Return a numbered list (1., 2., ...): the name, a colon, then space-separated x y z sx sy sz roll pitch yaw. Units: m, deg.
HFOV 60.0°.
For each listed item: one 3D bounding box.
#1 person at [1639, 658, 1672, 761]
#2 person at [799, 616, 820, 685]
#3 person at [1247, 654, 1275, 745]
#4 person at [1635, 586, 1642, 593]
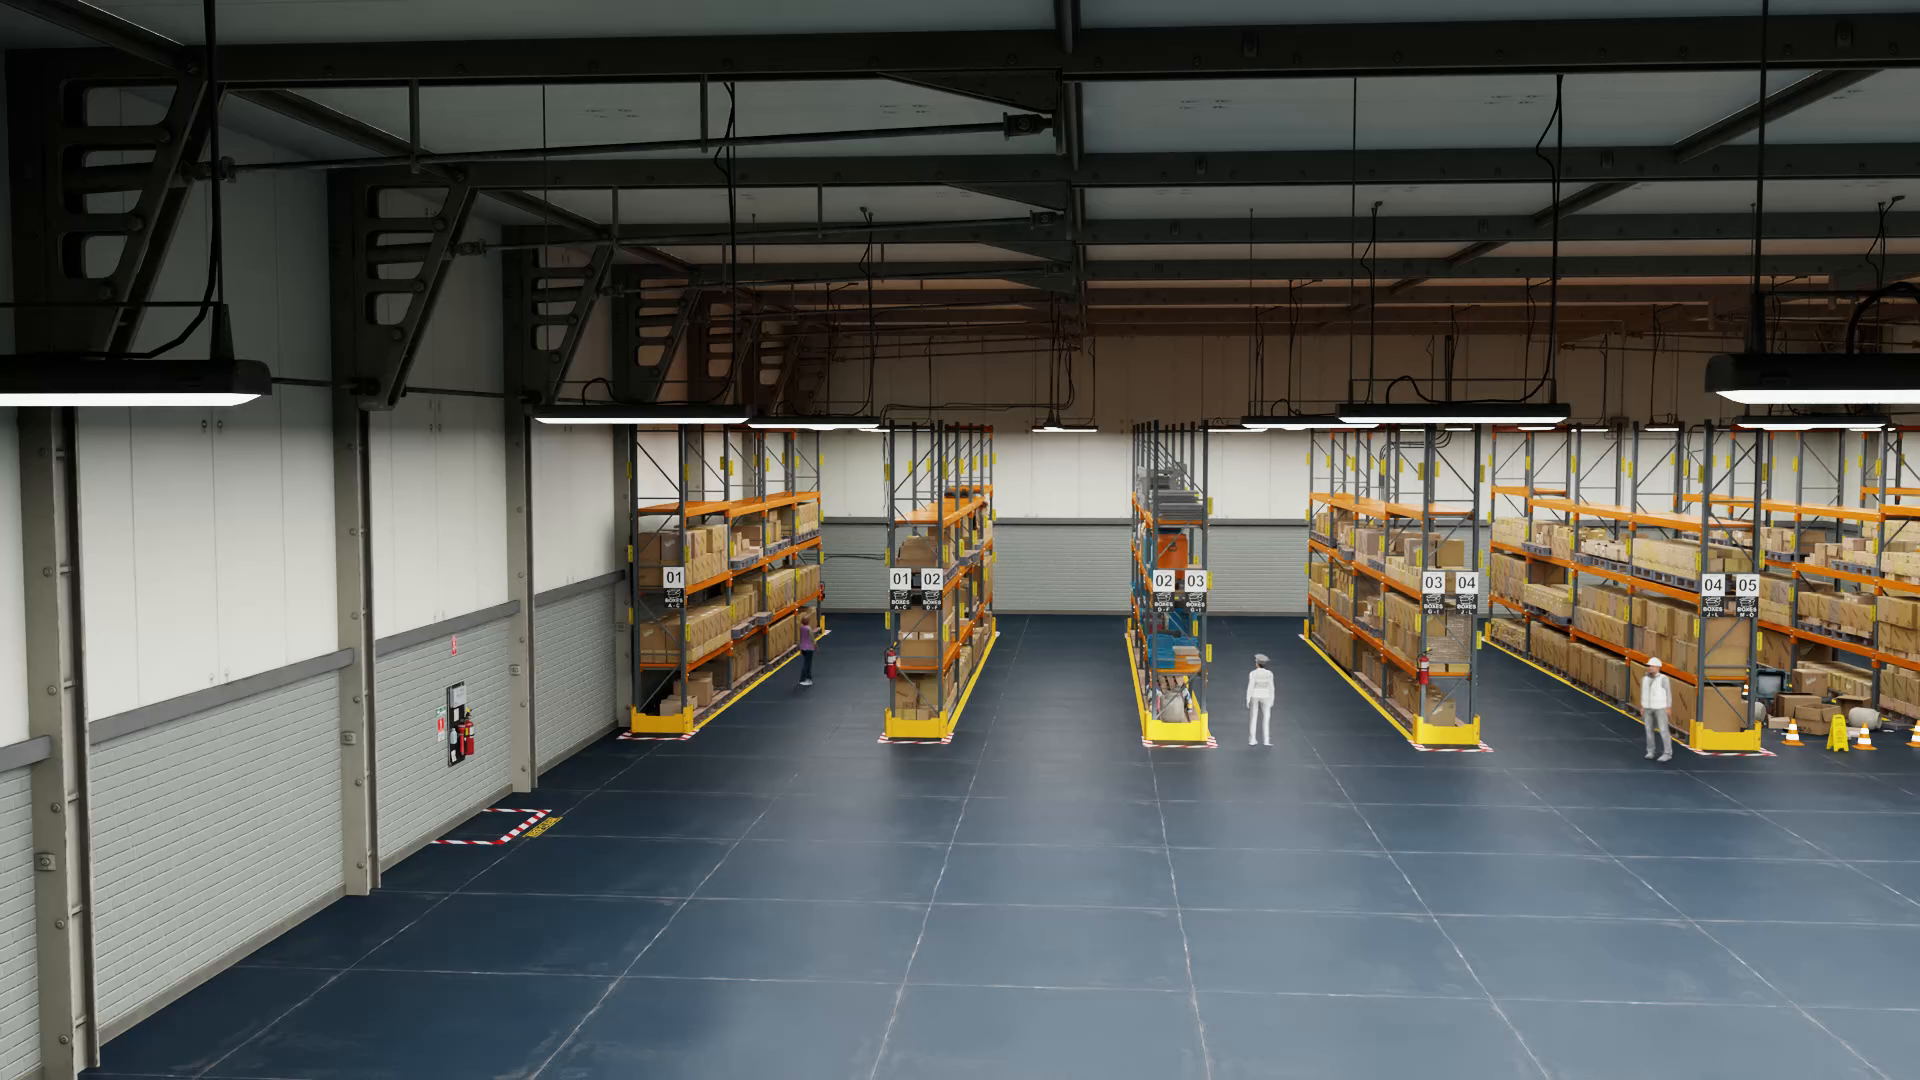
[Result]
1. person: 12.276 2.975 29.377 0.429 1.779 0.621 -3 5 -39
2. person: -3.457 2.541 37.985 0.434 1.642 0.581 3 5 43
3. person: 5.542 2.948 30.625 0.481 1.704 0.384 2 4 23
4. person: 17.847 2.061 43.808 0.631 1.820 0.552 -1 4 -21
